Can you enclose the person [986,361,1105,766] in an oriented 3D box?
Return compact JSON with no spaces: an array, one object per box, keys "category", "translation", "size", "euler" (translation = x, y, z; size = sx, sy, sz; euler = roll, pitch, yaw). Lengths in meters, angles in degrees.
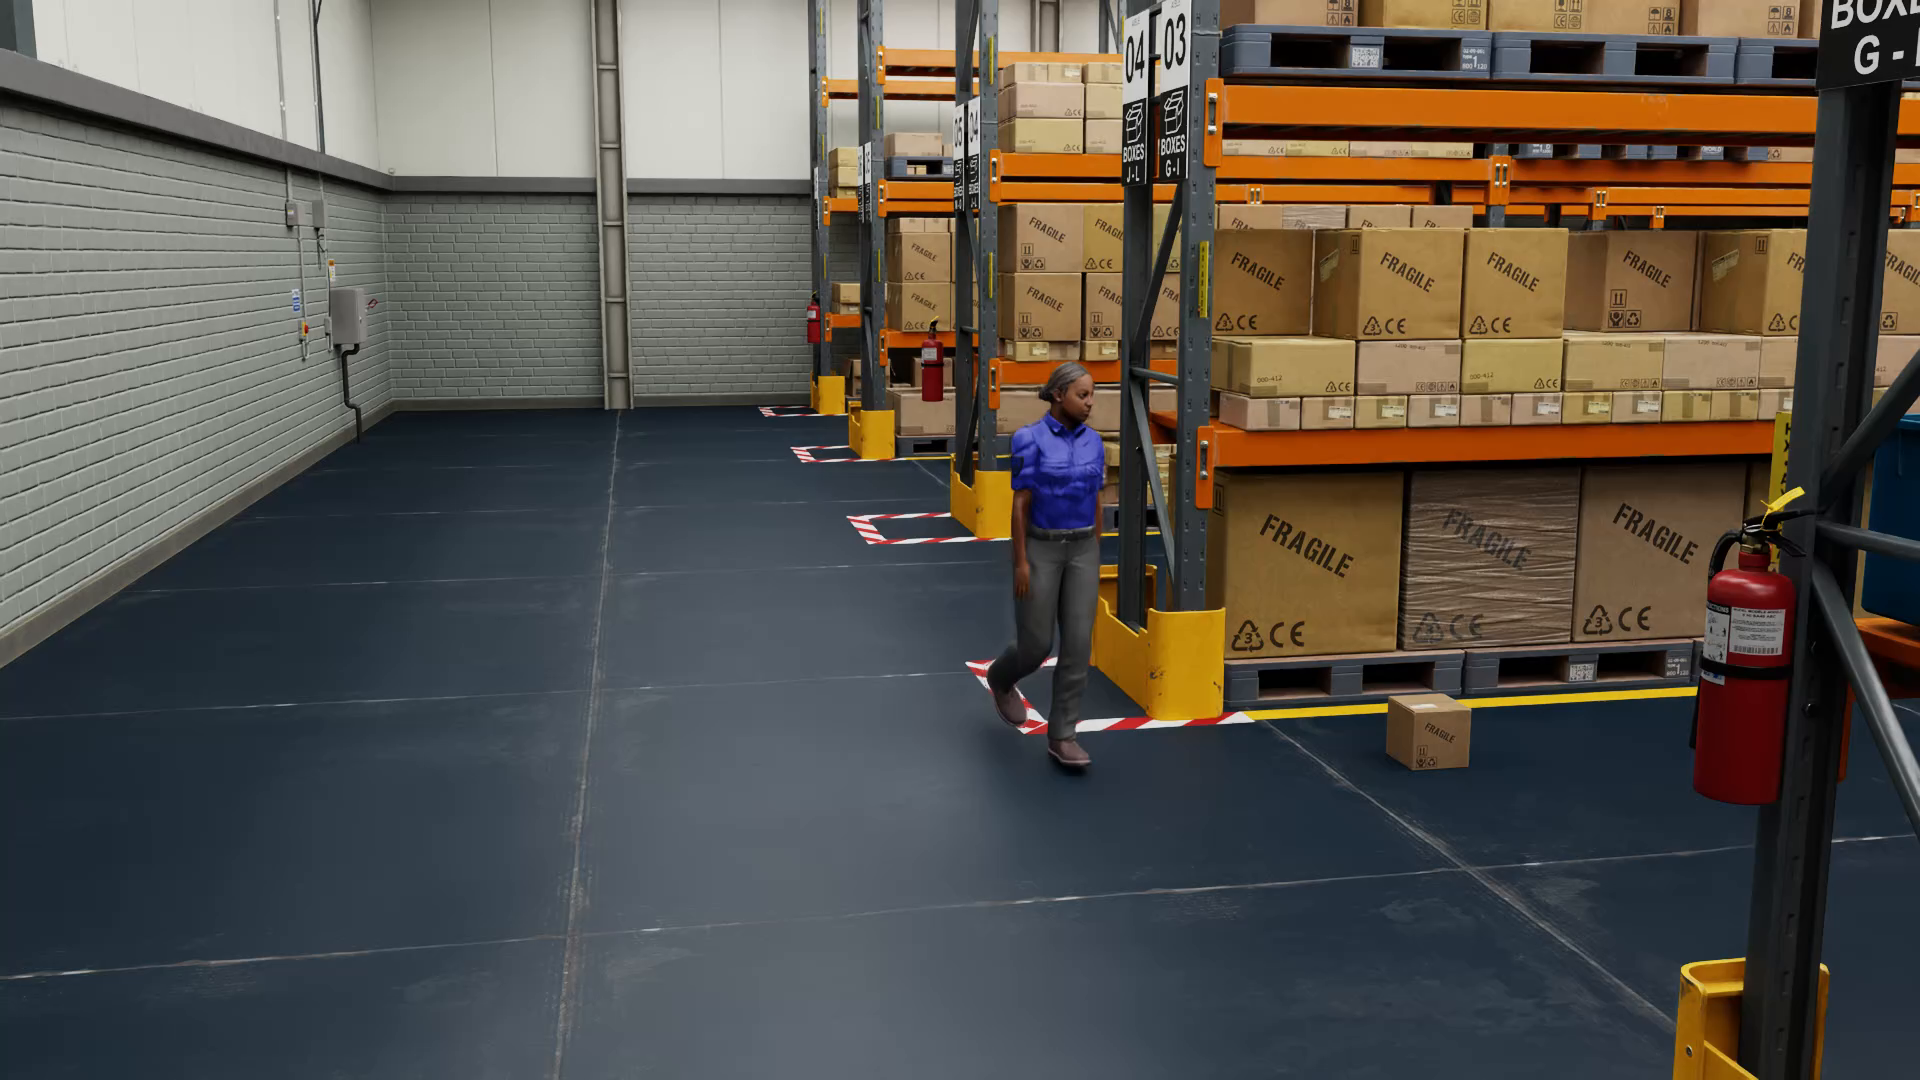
[{"category":"person","translation":[0.400,0.075,6.902],"size":[0.453,1.632,0.695],"euler":[-4,11,-22]}]
